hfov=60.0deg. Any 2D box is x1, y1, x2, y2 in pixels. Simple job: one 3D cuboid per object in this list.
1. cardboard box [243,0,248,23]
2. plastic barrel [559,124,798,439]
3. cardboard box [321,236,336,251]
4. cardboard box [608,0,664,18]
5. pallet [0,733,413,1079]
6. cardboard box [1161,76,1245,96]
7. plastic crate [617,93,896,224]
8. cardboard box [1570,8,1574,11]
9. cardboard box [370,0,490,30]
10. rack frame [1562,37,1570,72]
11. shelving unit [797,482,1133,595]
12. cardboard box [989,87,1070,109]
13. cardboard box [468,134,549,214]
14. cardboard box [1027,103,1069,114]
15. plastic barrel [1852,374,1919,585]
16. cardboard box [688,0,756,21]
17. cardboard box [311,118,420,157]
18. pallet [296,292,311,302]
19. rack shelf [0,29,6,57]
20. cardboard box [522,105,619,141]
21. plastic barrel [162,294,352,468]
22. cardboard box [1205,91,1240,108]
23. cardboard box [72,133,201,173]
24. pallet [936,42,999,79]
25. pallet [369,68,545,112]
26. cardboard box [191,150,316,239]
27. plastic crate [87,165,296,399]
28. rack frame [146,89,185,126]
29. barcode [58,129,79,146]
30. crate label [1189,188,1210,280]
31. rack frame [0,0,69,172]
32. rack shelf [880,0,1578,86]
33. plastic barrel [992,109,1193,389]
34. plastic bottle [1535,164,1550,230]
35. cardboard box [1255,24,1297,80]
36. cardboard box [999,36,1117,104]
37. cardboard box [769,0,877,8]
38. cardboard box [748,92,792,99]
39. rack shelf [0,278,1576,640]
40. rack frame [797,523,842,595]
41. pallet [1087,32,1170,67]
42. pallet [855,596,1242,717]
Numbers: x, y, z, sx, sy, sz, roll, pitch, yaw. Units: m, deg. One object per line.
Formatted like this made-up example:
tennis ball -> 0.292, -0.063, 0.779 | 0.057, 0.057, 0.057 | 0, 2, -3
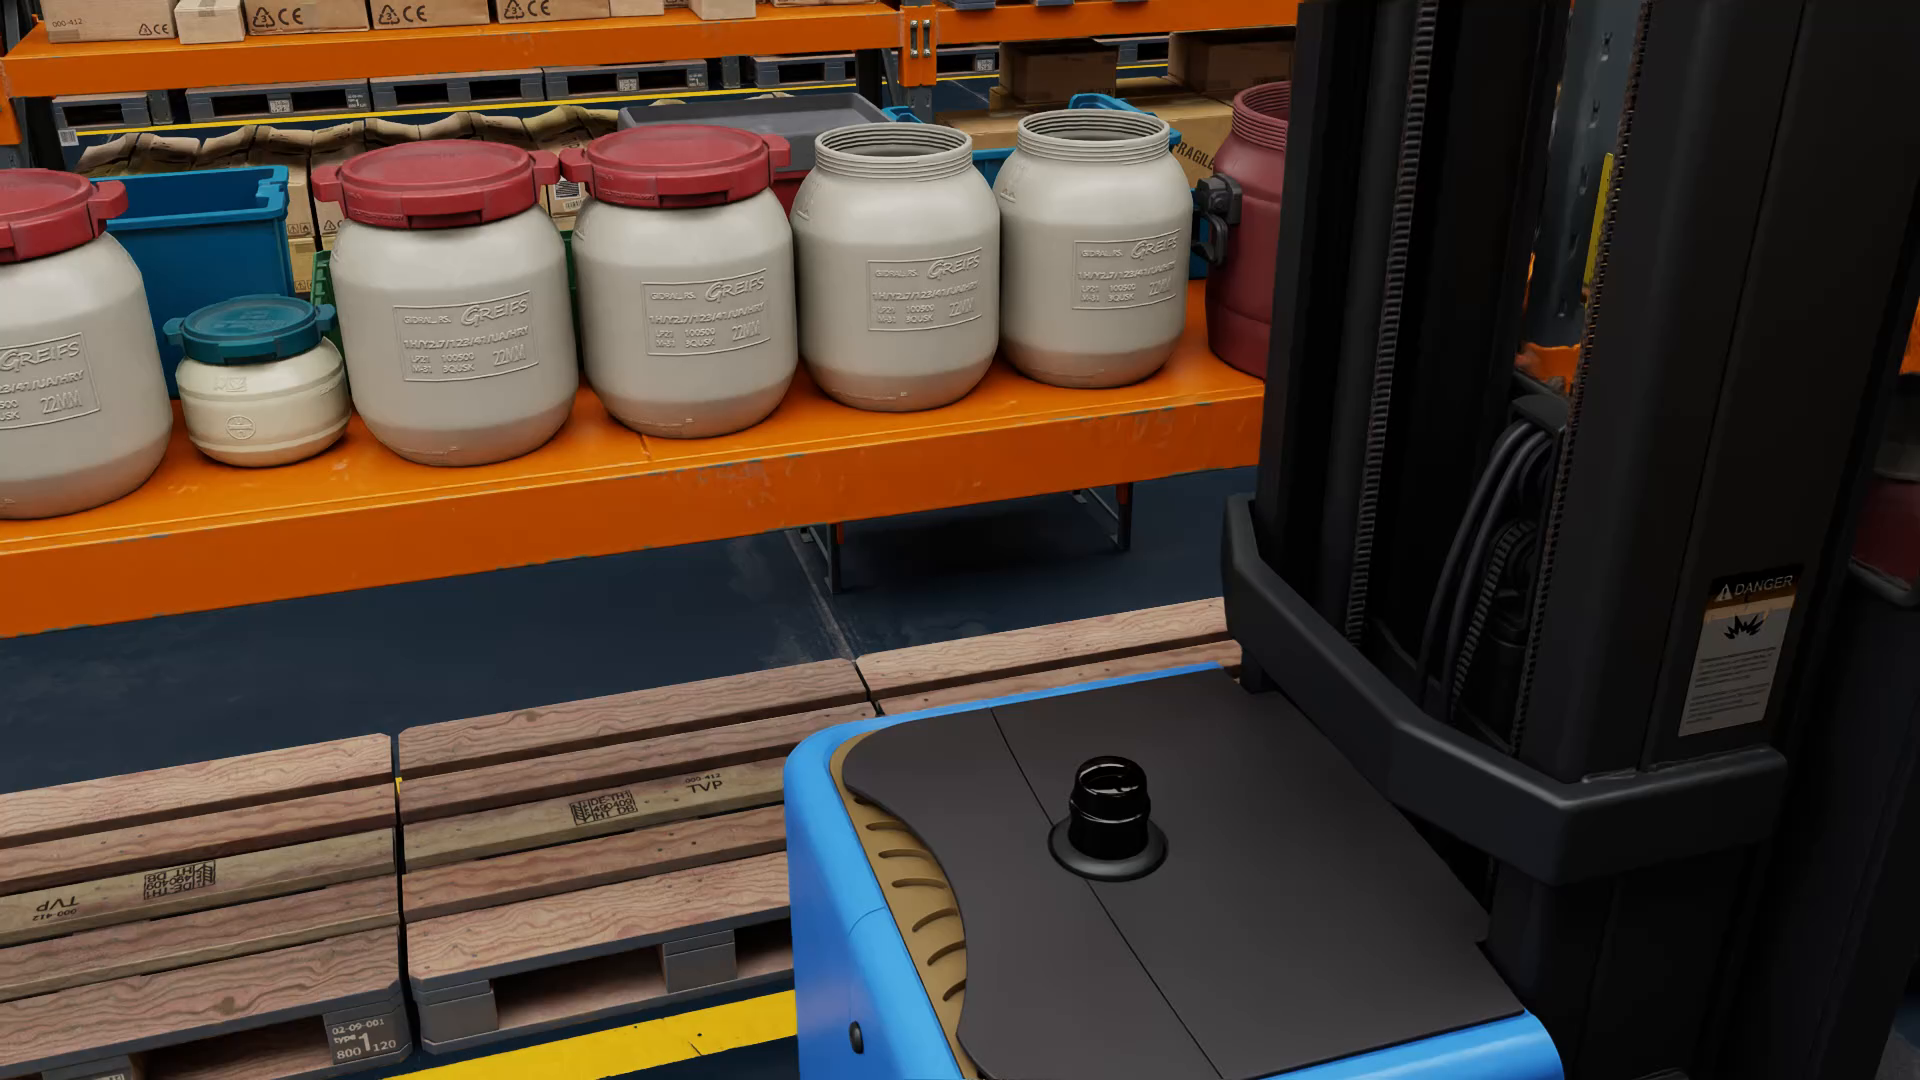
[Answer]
cardboard box -> -3.372, -2.477, 7.517 | 0.258, 0.266, 0.396 | -9, 28, -17
plastic barrel -> -0.534, -0.504, 3.240 | 0.433, 0.535, 0.433 | 0, 26, 0
cardboard box -> -2.712, -1.388, 7.793 | 0.500, 0.250, 0.500 | -9, 28, -18
cardboard box -> -1.543, -2.577, 7.851 | 0.250, 0.149, 0.380 | -6, 27, -12
pallet -> -1.886, 0.881, 3.739 | 1.213, 0.211, 1.003 | -8, 28, -16
cardboard box -> 1.458, -2.341, 9.408 | 0.500, 0.500, 0.500 | -9, 28, -18
plastic crate -> -0.448, -0.730, 3.775 | 0.583, 0.464, 0.402 | -8, 28, -16
cardboard box -> 5.087, -5.015, 14.817 | 0.500, 0.500, 0.700 | -8, 28, -16
cardboard box -> -2.438, -2.624, 7.549 | 0.500, 0.500, 0.500 | -8, 28, -16
rack frame -> 3.456, -3.440, 9.306 | 0.127, 3.000, 1.000 | -8, 28, -16
shelving unit -> 0.006, -0.505, 5.502 | 1.048, 1.125, 0.538 | -8, 28, -16
cardboard box -> 0.469, -2.195, 9.114 | 0.500, 0.500, 0.500 | -7, 27, -14
cardboard box -> -2.219, -1.710, 7.811 | 0.500, 0.311, 0.500 | -7, 27, -15
cardboard box -> 0.670, -1.983, 8.688 | 0.500, 0.500, 0.500 | -9, 28, -18
plastic barrel -> 2.717, -0.133, 4.883 | 0.708, 0.588, 0.600 | -8, 28, -16
cardboard box -> -1.117, -2.536, 7.768 | 0.250, 0.149, 0.380 | -8, 28, -16
cardboard box -> -2.887, -1.865, 8.123 | 0.500, 0.311, 0.500 | -8, 28, -16
pallet -> -3.462, -1.208, 7.945 | 1.213, 0.211, 1.003 | -8, 28, -16
rack shelf -> -6.053, -1.741, 6.692 | 4.000, 0.370, 1.077 | -8, 28, -16
cardboard box -> -1.919, -2.004, 8.403 | 0.500, 0.311, 0.500 | -9, 28, -17
plastic barrel -> -1.314, -0.299, 3.135 | 0.301, 0.262, 0.301 | 0, 26, 0
cardboard box -> 1.643, -2.124, 8.972 | 0.500, 0.500, 0.500 | -9, 28, -18
cardboard box -> -3.855, -1.723, 7.837 | 0.500, 0.311, 0.500 | -8, 28, -16
pallet -> 0.046, -3.977, 13.524 | 1.213, 0.211, 1.003 | -8, 28, -16
pallet -> -3.787, -3.461, 12.484 | 1.213, 0.211, 1.003 | -8, 28, -16
cardboard box -> -3.203, -1.565, 7.517 | 0.500, 0.311, 0.500 | -9, 28, -17
plastic crate -> -1.668, -0.520, 3.442 | 0.575, 0.384, 0.392 | -8, 28, -16
rack frame -> -5.688, -4.433, 11.305 | 0.127, 3.000, 1.000 | -8, 28, -16
barcode -> -3.779, -1.705, 7.048 | 0.075, 0.075, 0.001 | -8, 28, -16
crate label -> 0.666, -0.820, 4.217 | 0.416, 0.233, 0.303 | -8, 28, -16
rack frame -> -4.151, -2.339, 7.087 | 0.127, 3.000, 1.000 | -8, 28, -16
rack shelf -> 1.554, -2.843, 8.912 | 4.000, 0.370, 1.077 | -8, 28, -16
plastic barrel -> 0.271, -0.613, 3.485 | 0.421, 0.512, 0.421 | 0, 26, 0
plastic bottle -> 1.551, -0.950, 4.513 | 0.097, 0.201, 0.097 | 0, 26, 0
cardboard box -> 1.970, -2.752, 9.394 | 0.500, 0.250, 0.500 | -8, 28, -16
cardboard box -> 0.521, -2.540, 8.967 | 0.500, 0.250, 0.500 | -7, 27, -14
cardboard box -> -0.707, -2.818, 8.153 | 0.500, 0.311, 0.500 | -7, 27, -13
cardboard box -> -0.936, -2.149, 8.695 | 0.500, 0.311, 0.500 | -7, 27, -14
rack shelf -> -0.719, -0.197, 3.582 | 4.000, 0.370, 1.077 | -8, 28, -16
rack frame -> -0.477, -0.435, 5.361 | 0.032, 1.125, 0.500 | -8, 28, -16
pallet -> 1.208, -4.147, 13.866 | 1.213, 0.211, 1.003 | -8, 28, -16
pallet -> 0.434, 0.545, 4.415 | 1.213, 0.211, 1.003 | -8, 28, -16
